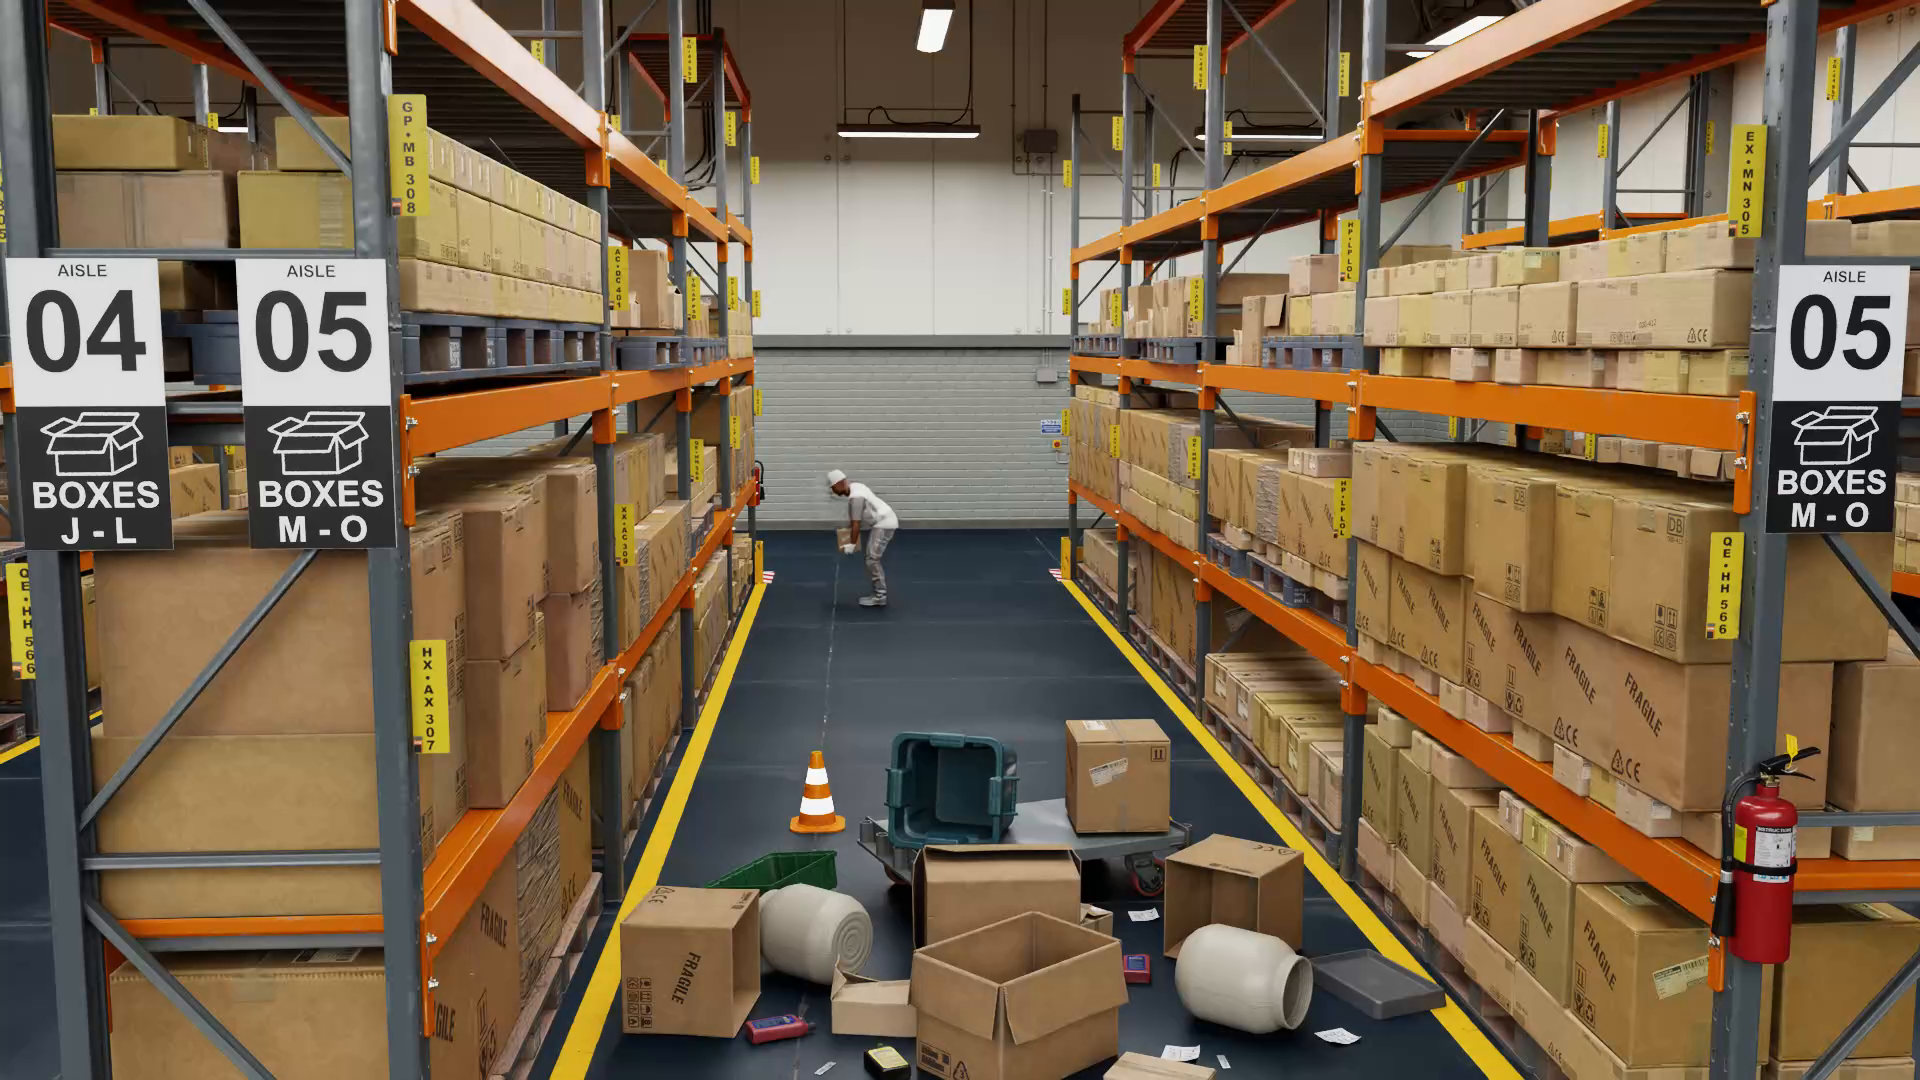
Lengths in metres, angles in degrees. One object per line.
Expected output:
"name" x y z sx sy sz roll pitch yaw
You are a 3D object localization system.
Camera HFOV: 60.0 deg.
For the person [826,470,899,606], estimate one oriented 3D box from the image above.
"person" -1.110 -0.030 18.915 0.823 1.543 0.473 -1 7 -5
